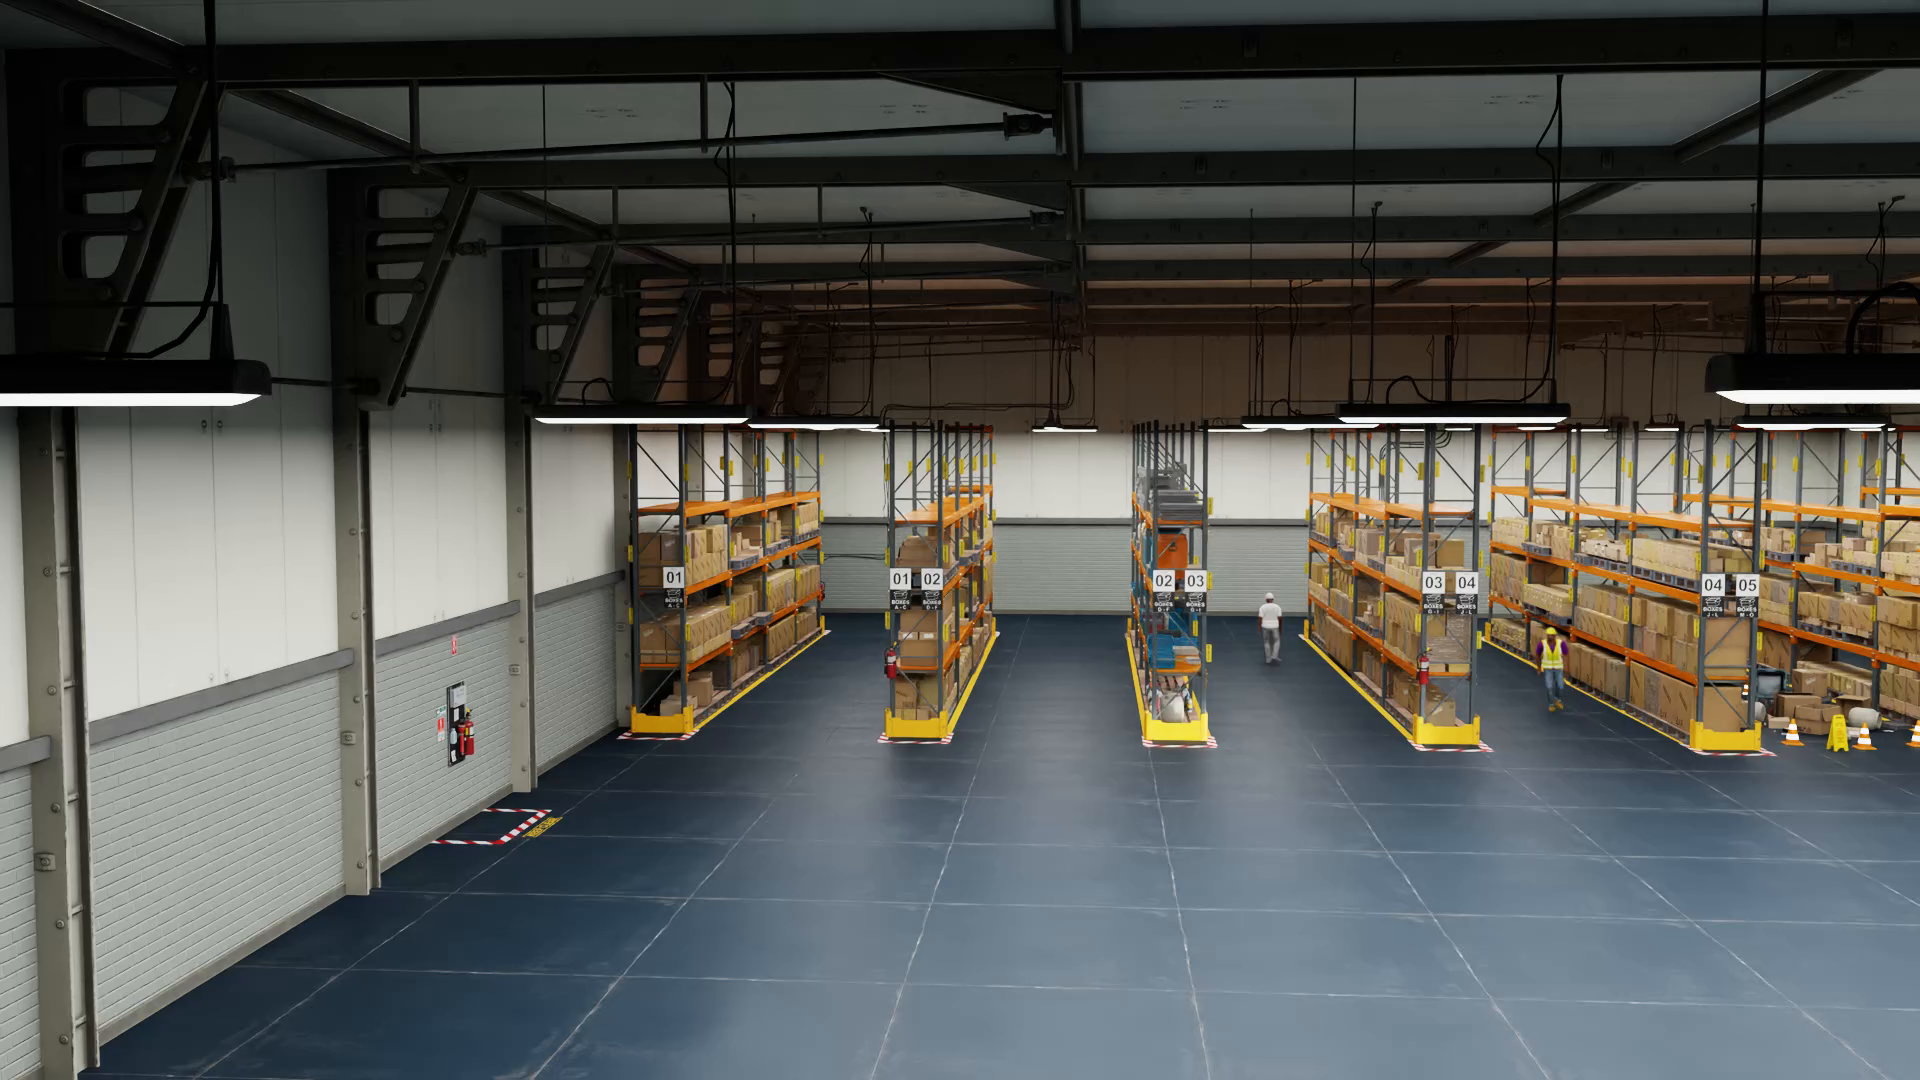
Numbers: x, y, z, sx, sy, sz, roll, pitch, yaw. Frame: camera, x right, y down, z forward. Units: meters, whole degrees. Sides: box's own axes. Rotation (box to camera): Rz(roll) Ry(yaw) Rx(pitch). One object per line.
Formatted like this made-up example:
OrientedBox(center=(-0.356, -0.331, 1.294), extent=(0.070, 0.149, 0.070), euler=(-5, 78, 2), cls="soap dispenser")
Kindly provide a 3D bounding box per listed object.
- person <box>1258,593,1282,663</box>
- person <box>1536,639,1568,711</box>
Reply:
OrientedBox(center=(12.321, 2.648, 34.758), extent=(11.479, 1.767, 13.090), euler=(0, 4, 8), cls="person")
OrientedBox(center=(12.308, 2.785, 34.590), extent=(0.627, 1.506, 0.528), euler=(1, 4, 14), cls="person")
